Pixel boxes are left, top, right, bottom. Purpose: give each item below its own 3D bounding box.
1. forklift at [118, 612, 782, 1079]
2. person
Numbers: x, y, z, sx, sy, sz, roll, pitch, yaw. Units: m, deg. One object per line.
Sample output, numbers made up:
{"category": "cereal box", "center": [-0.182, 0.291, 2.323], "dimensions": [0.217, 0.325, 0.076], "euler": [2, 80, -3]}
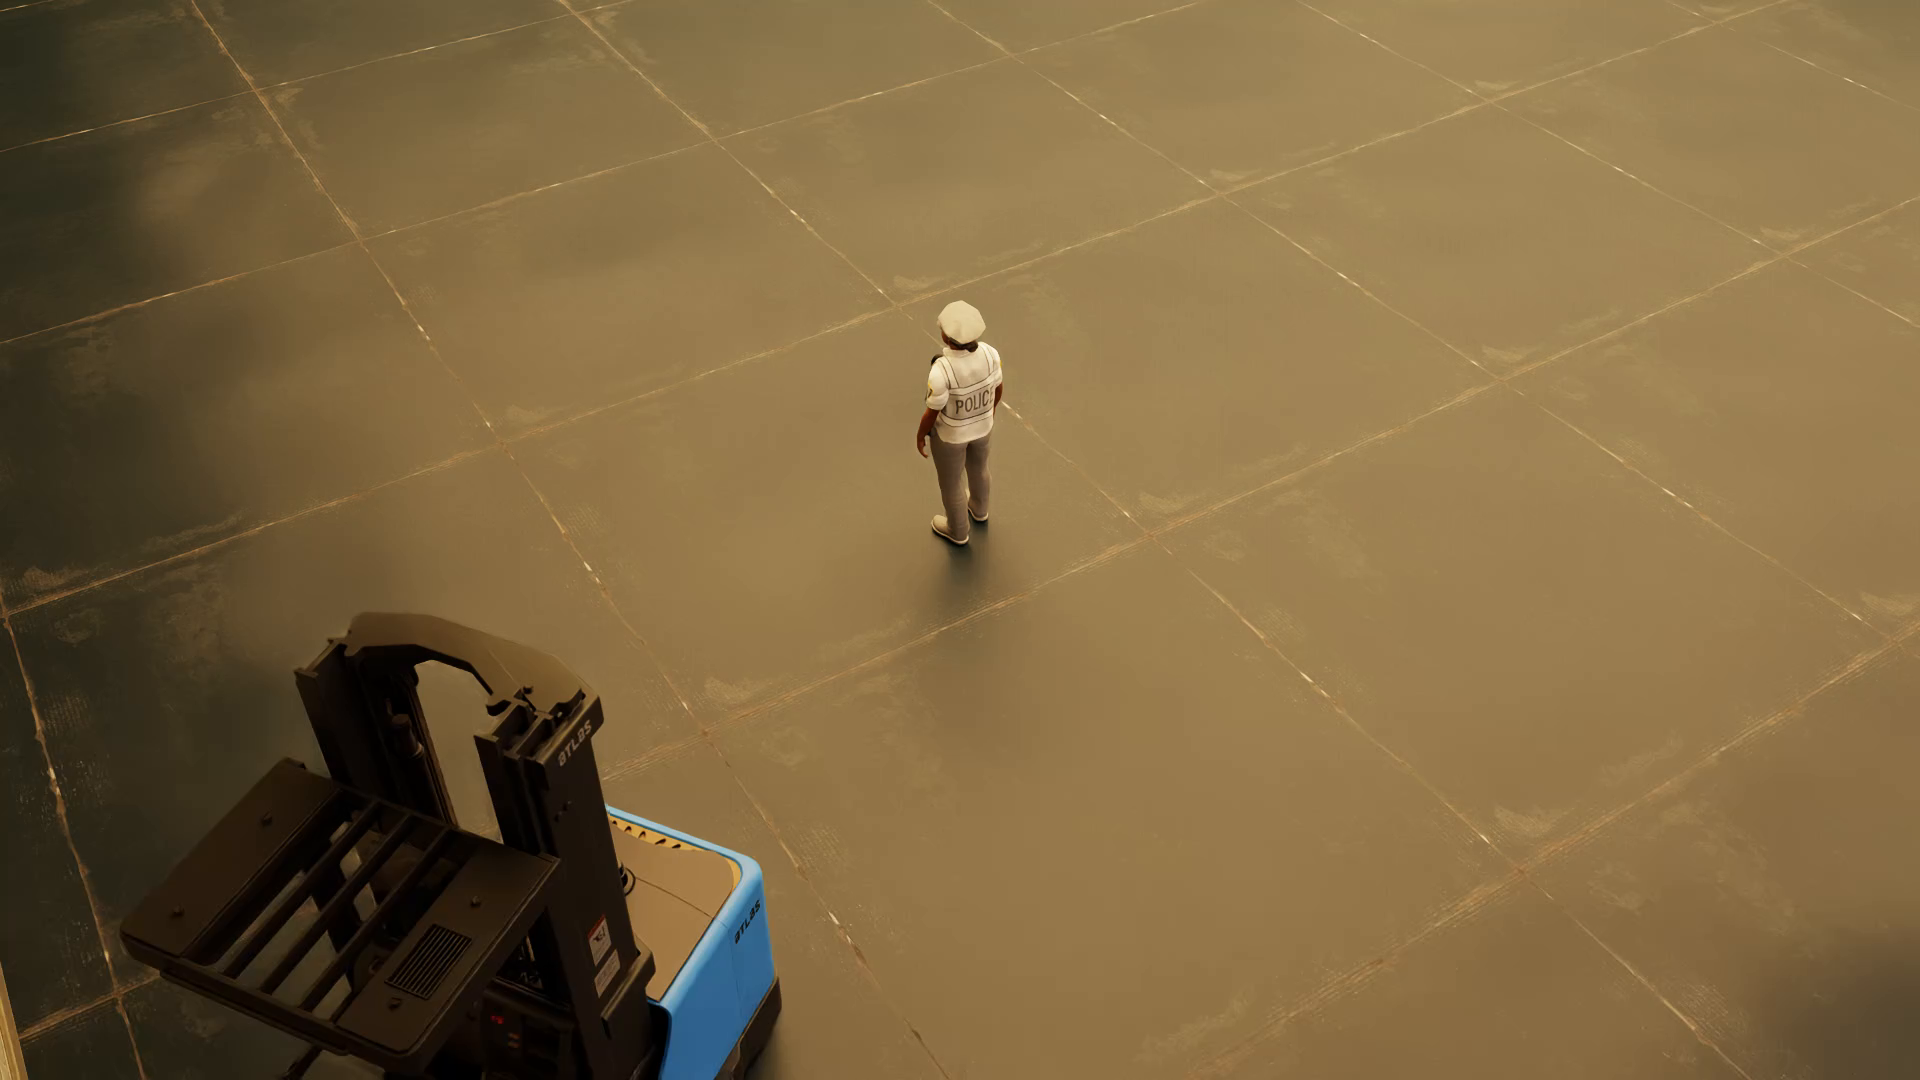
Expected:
{"category": "forklift", "center": [-1.861, 1.810, 5.800], "dimensions": [1.130, 2.935, 3.031], "euler": [16, 44, 17]}
{"category": "person", "center": [-0.024, -0.692, 9.591], "dimensions": [0.570, 1.697, 0.528], "euler": [-23, 46, -24]}
